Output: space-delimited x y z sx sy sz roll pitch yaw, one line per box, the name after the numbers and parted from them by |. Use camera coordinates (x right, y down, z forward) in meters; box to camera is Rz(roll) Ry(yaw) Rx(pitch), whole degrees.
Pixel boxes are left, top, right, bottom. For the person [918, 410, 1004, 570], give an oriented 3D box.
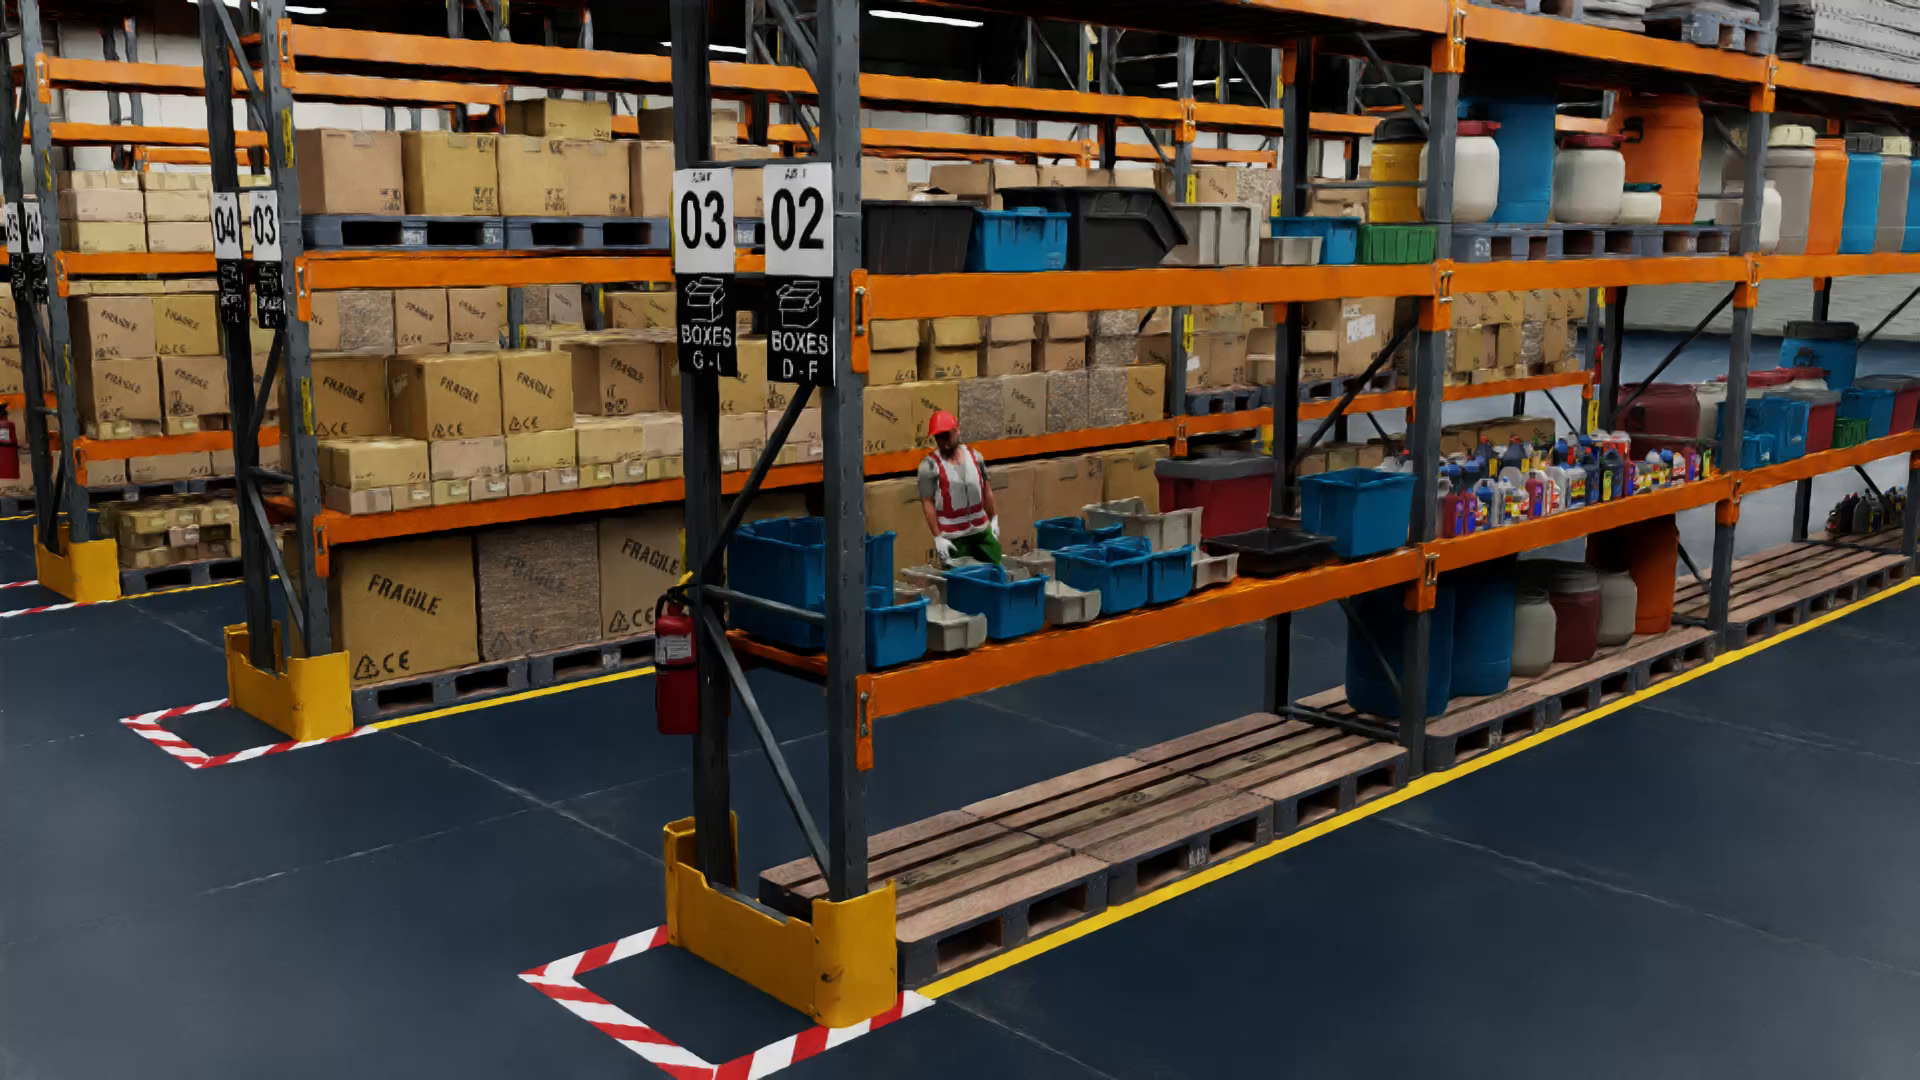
-0.001 -0.047 11.663 0.656 1.753 0.658 -7 12 -32 | person
